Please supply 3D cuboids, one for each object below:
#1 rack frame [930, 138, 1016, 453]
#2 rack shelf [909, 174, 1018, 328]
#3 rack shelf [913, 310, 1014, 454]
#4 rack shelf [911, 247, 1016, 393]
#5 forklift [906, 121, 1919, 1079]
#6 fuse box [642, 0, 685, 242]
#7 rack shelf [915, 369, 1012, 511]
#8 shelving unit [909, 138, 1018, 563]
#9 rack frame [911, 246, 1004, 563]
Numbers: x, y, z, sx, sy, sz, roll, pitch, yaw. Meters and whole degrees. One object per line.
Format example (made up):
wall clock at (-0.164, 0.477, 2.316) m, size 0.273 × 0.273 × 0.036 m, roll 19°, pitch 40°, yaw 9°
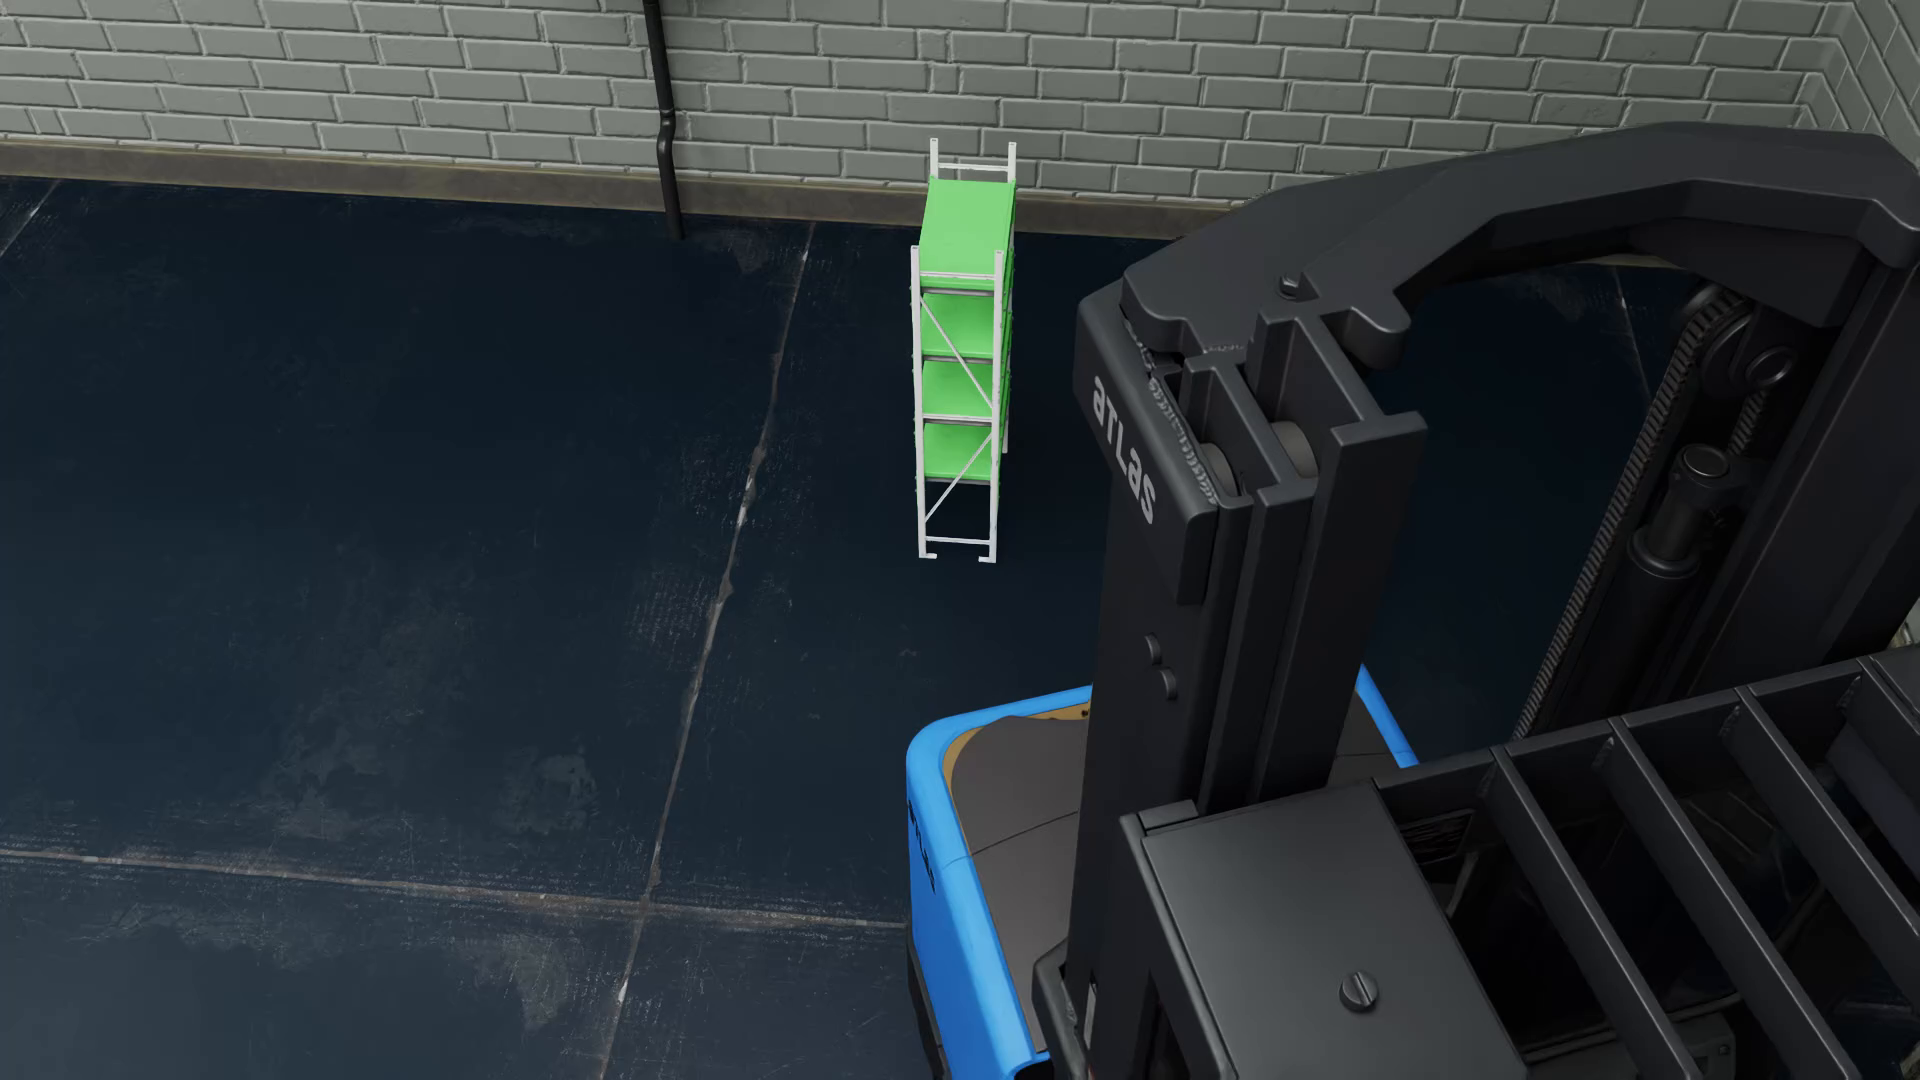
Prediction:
rack frame at (0.037, -0.706, 5.083) m, size 0.240 × 1.200 × 0.015 m, roll 4°, pitch 48°, yaw 4°
rack shelf at (0.015, -0.807, 4.611) m, size 0.258 × 0.148 × 0.480 m, roll 4°, pitch 48°, yaw 4°
rack shelf at (0.015, -0.483, 4.966) m, size 0.258 × 0.148 × 0.480 m, roll 4°, pitch 48°, yaw 4°
rack shelf at (0.015, -0.645, 4.789) m, size 0.258 × 0.148 × 0.480 m, roll 4°, pitch 48°, yaw 4°
forklift at (0.759, 1.074, 2.281) m, size 1.130 × 2.935 × 3.031 m, roll -12°, pitch 49°, yaw -10°
fuse box at (-1.046, -1.702, 5.647) m, size 0.539 × 1.711 × 0.414 m, roll 4°, pitch 48°, yaw 4°
rack shelf at (0.015, -0.321, 5.143) m, size 0.258 × 0.148 × 0.480 m, roll 4°, pitch 48°, yaw 4°
shelving unit at (0.015, -0.527, 4.919) m, size 0.258 × 1.200 × 0.503 m, roll 4°, pitch 48°, yaw 4°
rack frame at (-0.007, -0.347, 4.755) m, size 0.240 × 1.200 × 0.015 m, roll 4°, pitch 48°, yaw 4°
